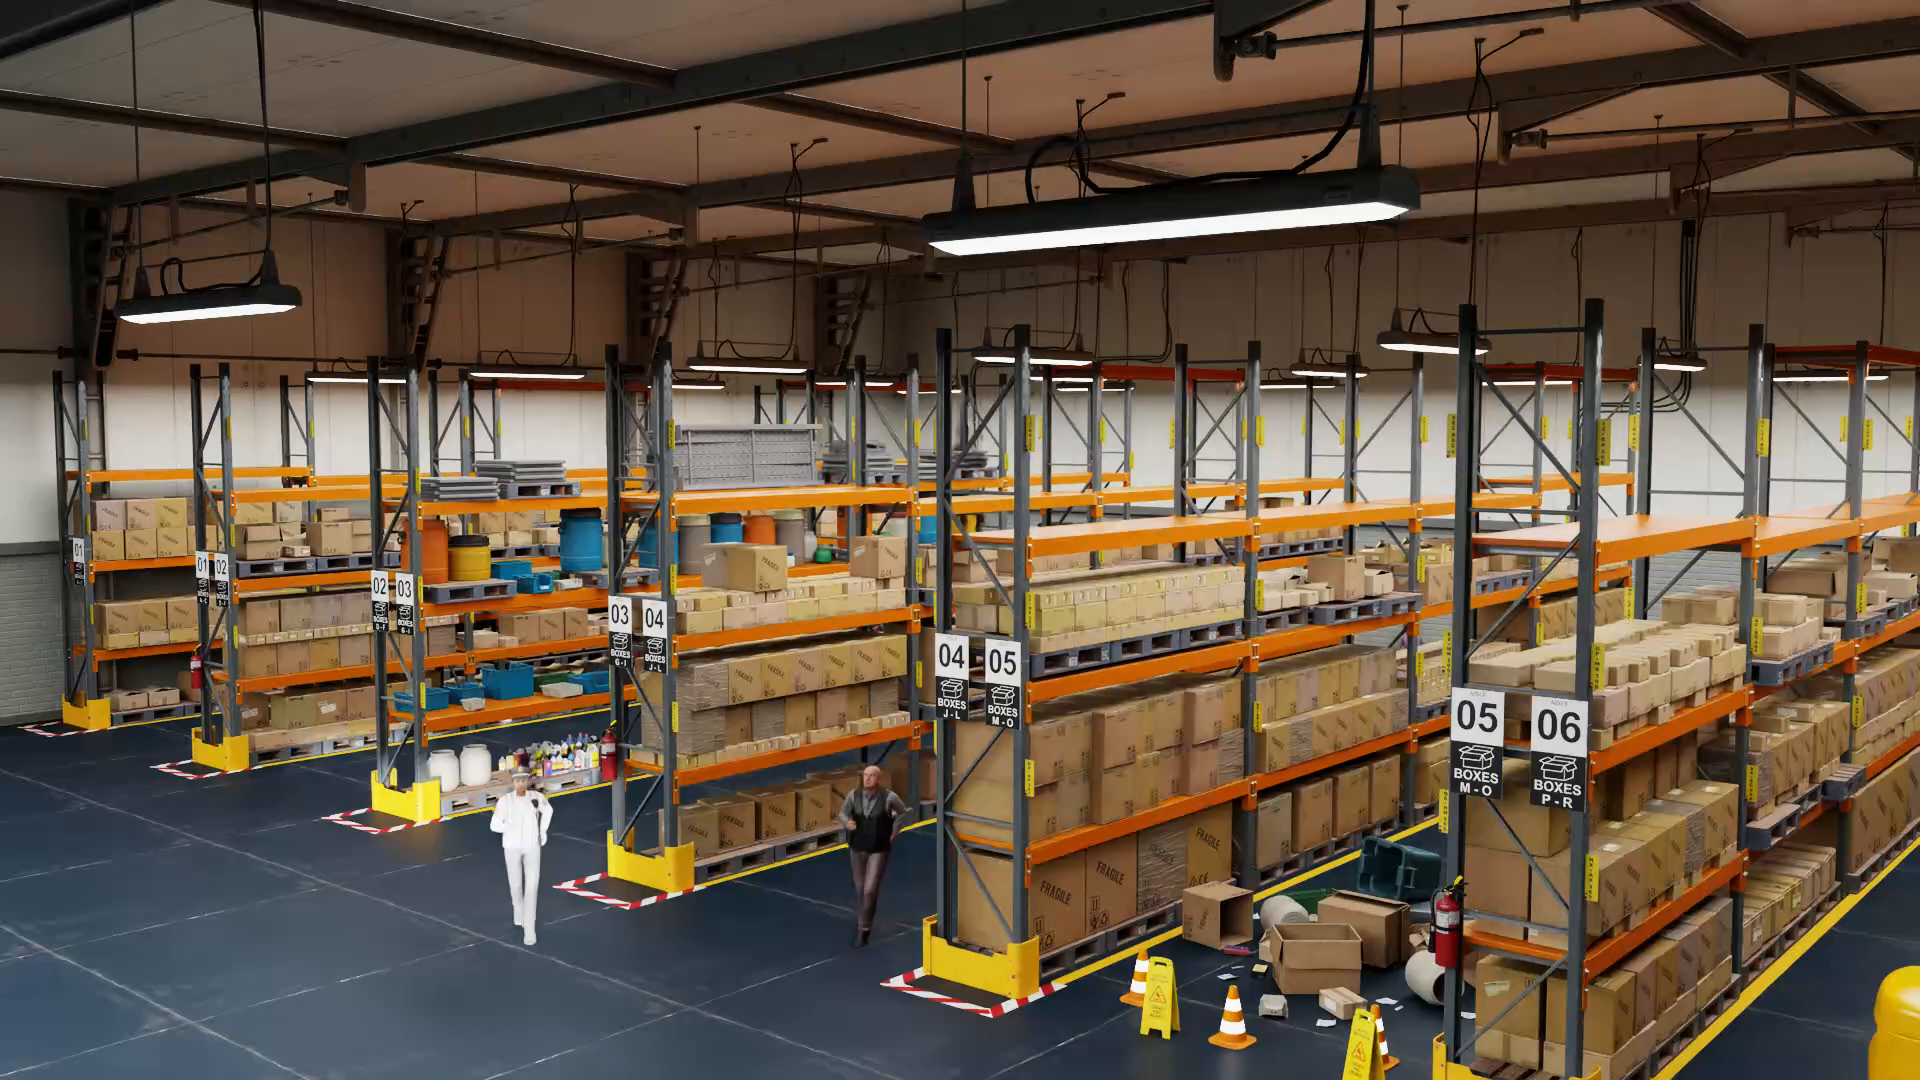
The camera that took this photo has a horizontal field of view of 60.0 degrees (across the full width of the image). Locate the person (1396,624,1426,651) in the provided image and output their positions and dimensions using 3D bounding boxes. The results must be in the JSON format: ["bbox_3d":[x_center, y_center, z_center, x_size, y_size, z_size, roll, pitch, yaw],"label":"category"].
[{"bbox_3d":[8.127,2.253,29.931,0.588,1.507,0.494,1,4,9],"label":"person"}]

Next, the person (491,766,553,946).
[{"bbox_3d":[-4.375,3.094,16.629,0.605,1.712,0.855,-1,4,-15],"label":"person"}]

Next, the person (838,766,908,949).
[{"bbox_3d":[-0.880,3.122,16.565,0.670,1.791,0.746,1,4,16],"label":"person"}]
